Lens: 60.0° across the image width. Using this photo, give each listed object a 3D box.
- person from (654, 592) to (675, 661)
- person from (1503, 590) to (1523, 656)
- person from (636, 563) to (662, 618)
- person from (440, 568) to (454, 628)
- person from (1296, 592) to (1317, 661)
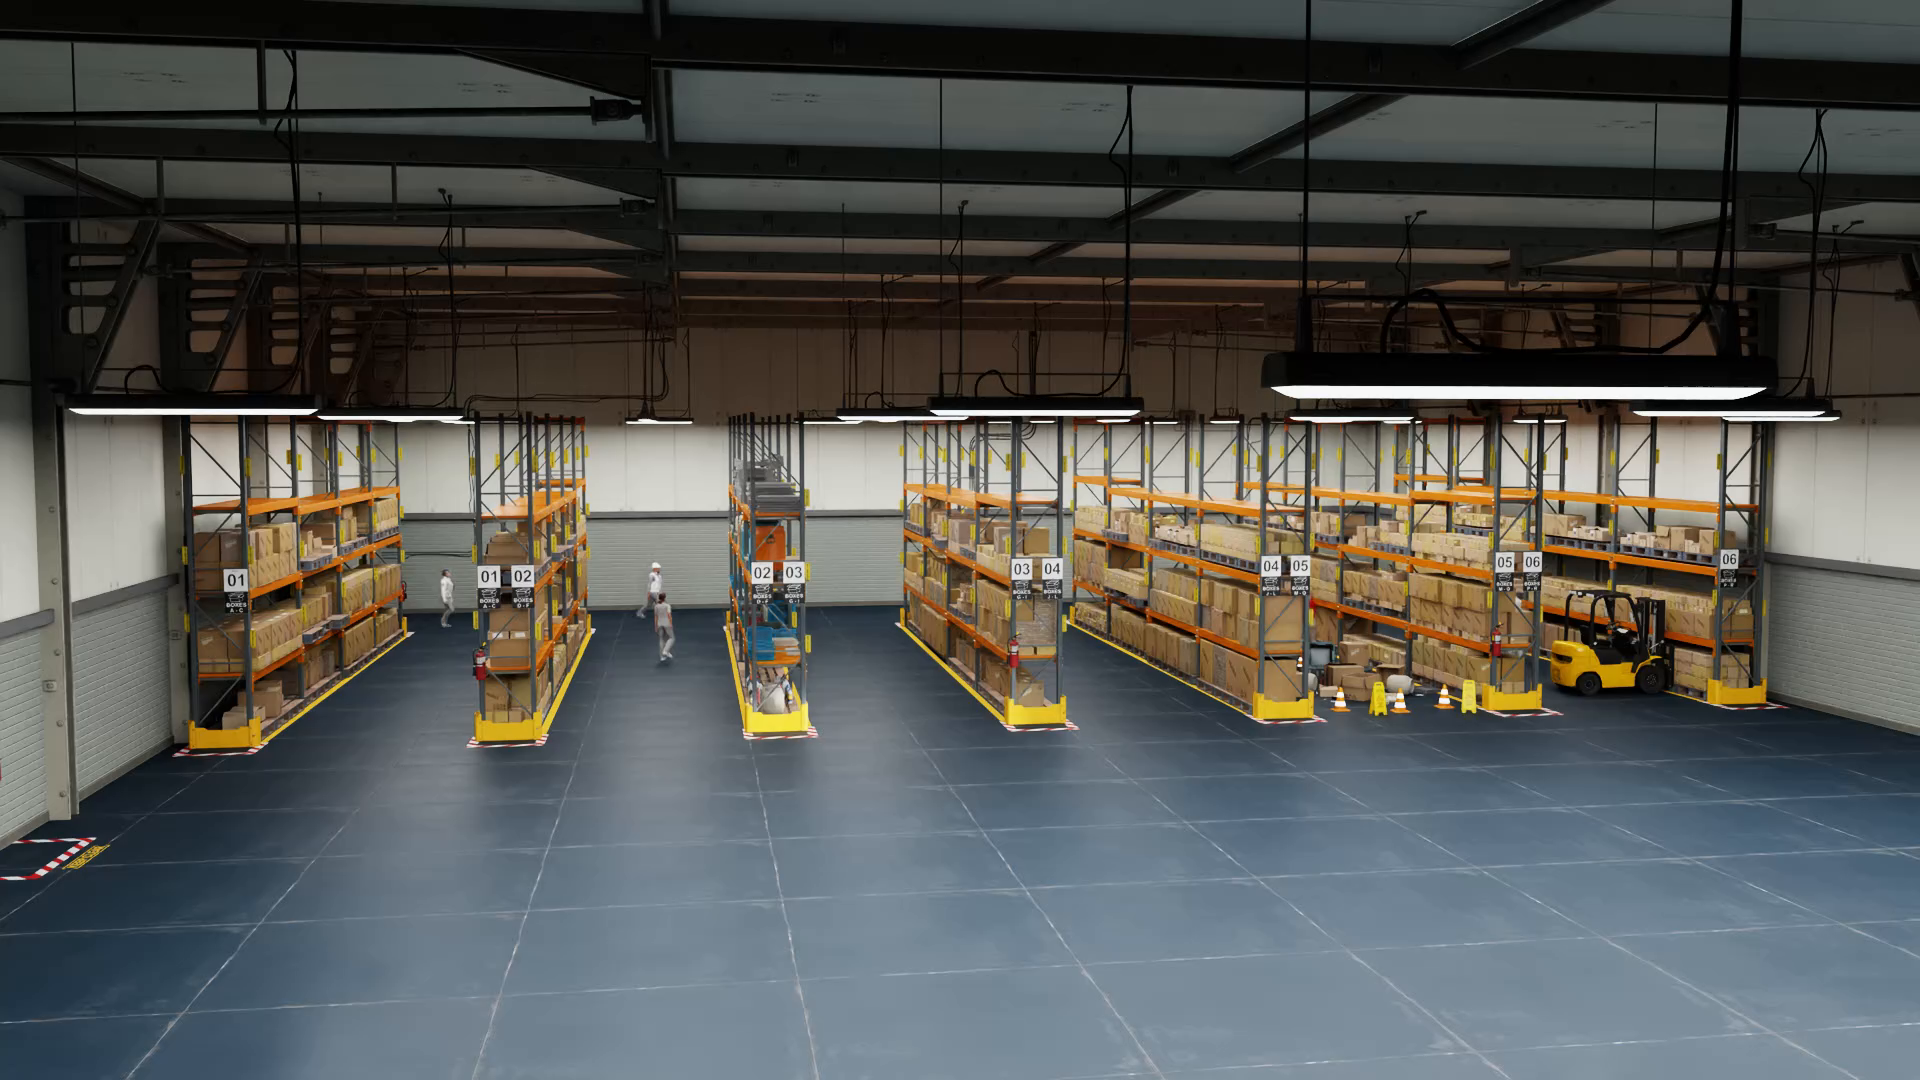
[{"bbox_3d":[-7.265,2.122,40.692,0.489,1.665,0.480,1,4,12],"label":"person"},{"bbox_3d":[13.597,2.084,40.722,0.573,1.814,0.595,-2,4,-24],"label":"person"},{"bbox_3d":[-9.051,1.526,49.206,1.106,1.718,0.520,0,4,4],"label":"person"},{"bbox_3d":[-14.617,1.650,47.424,0.391,1.691,0.511,0,4,-6],"label":"person"},{"bbox_3d":[8.534,2.129,40.595,0.550,1.774,0.542,-2,4,-26],"label":"person"}]
